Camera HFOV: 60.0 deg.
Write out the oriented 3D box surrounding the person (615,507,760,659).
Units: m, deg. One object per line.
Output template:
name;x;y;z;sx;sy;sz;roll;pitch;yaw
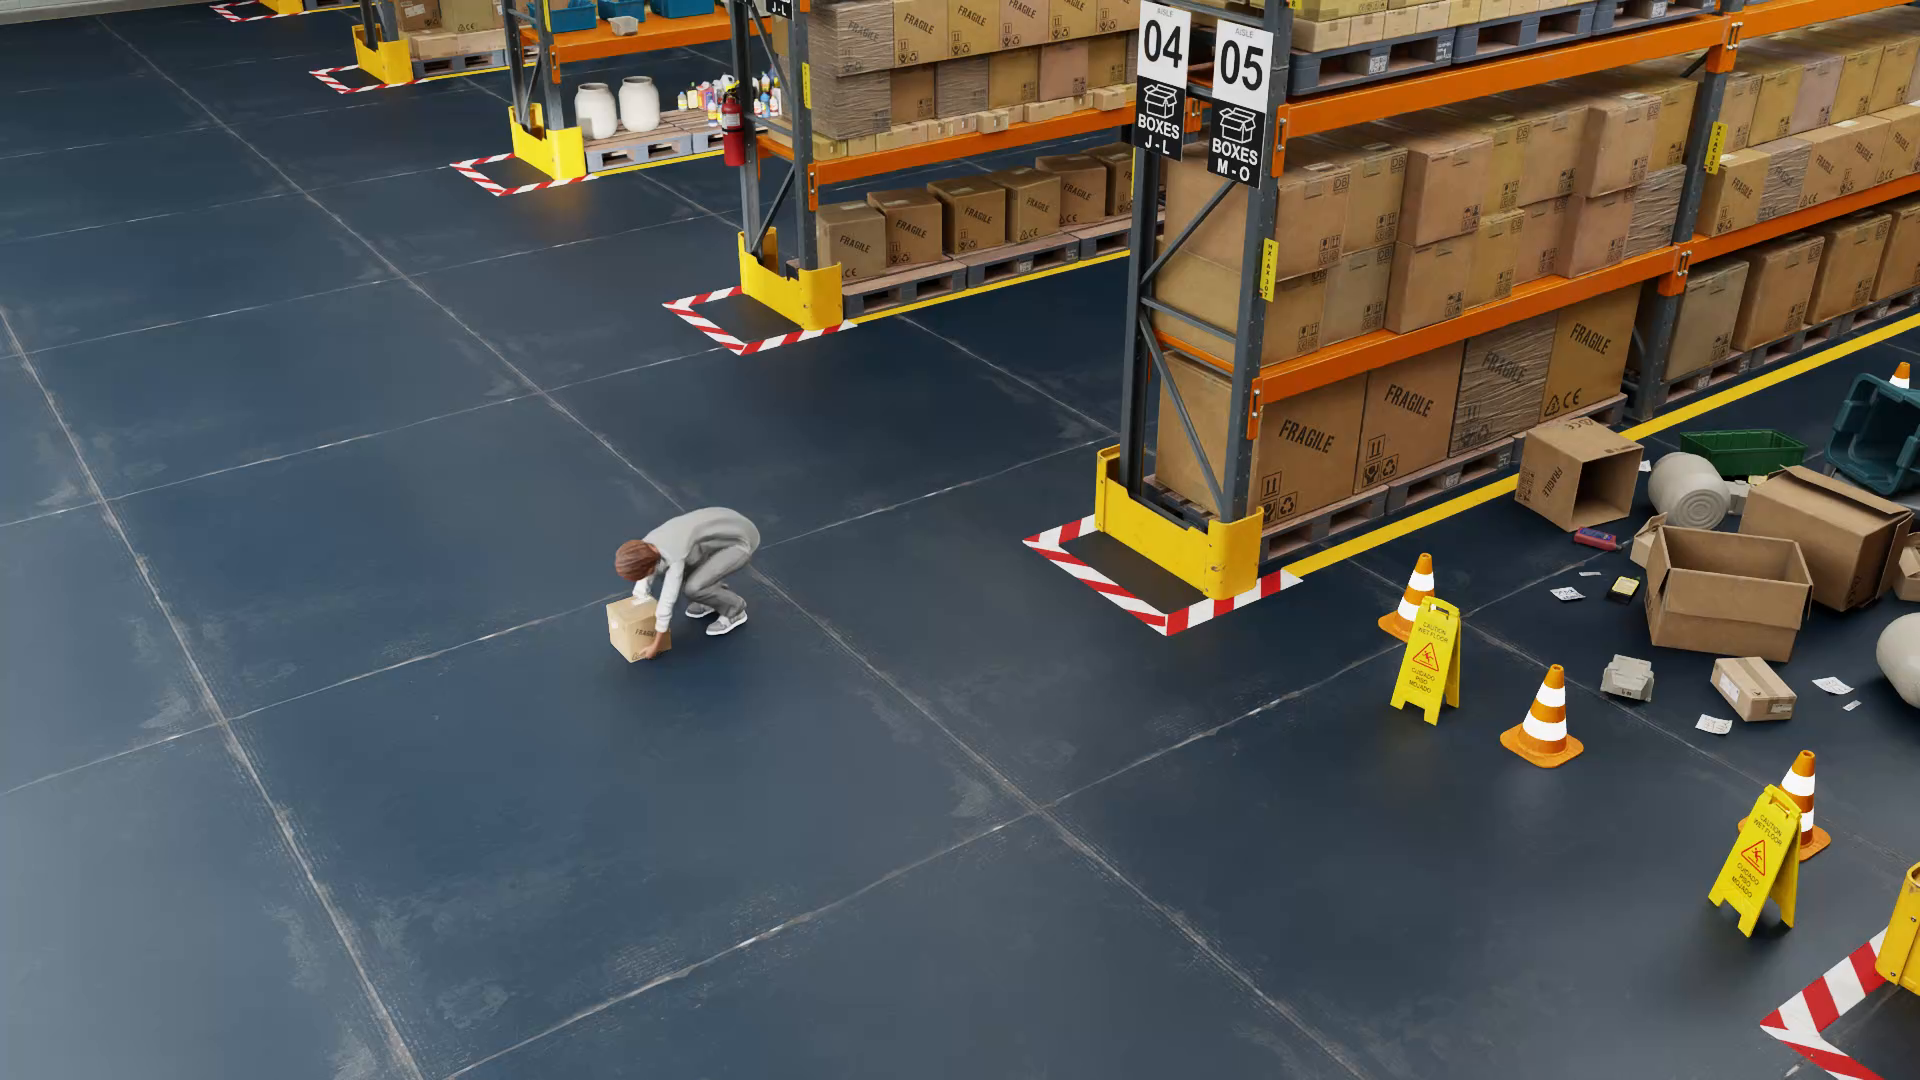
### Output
person;-1.501;0.208;9.225;0.869;0.715;0.420;-20;35;-32
